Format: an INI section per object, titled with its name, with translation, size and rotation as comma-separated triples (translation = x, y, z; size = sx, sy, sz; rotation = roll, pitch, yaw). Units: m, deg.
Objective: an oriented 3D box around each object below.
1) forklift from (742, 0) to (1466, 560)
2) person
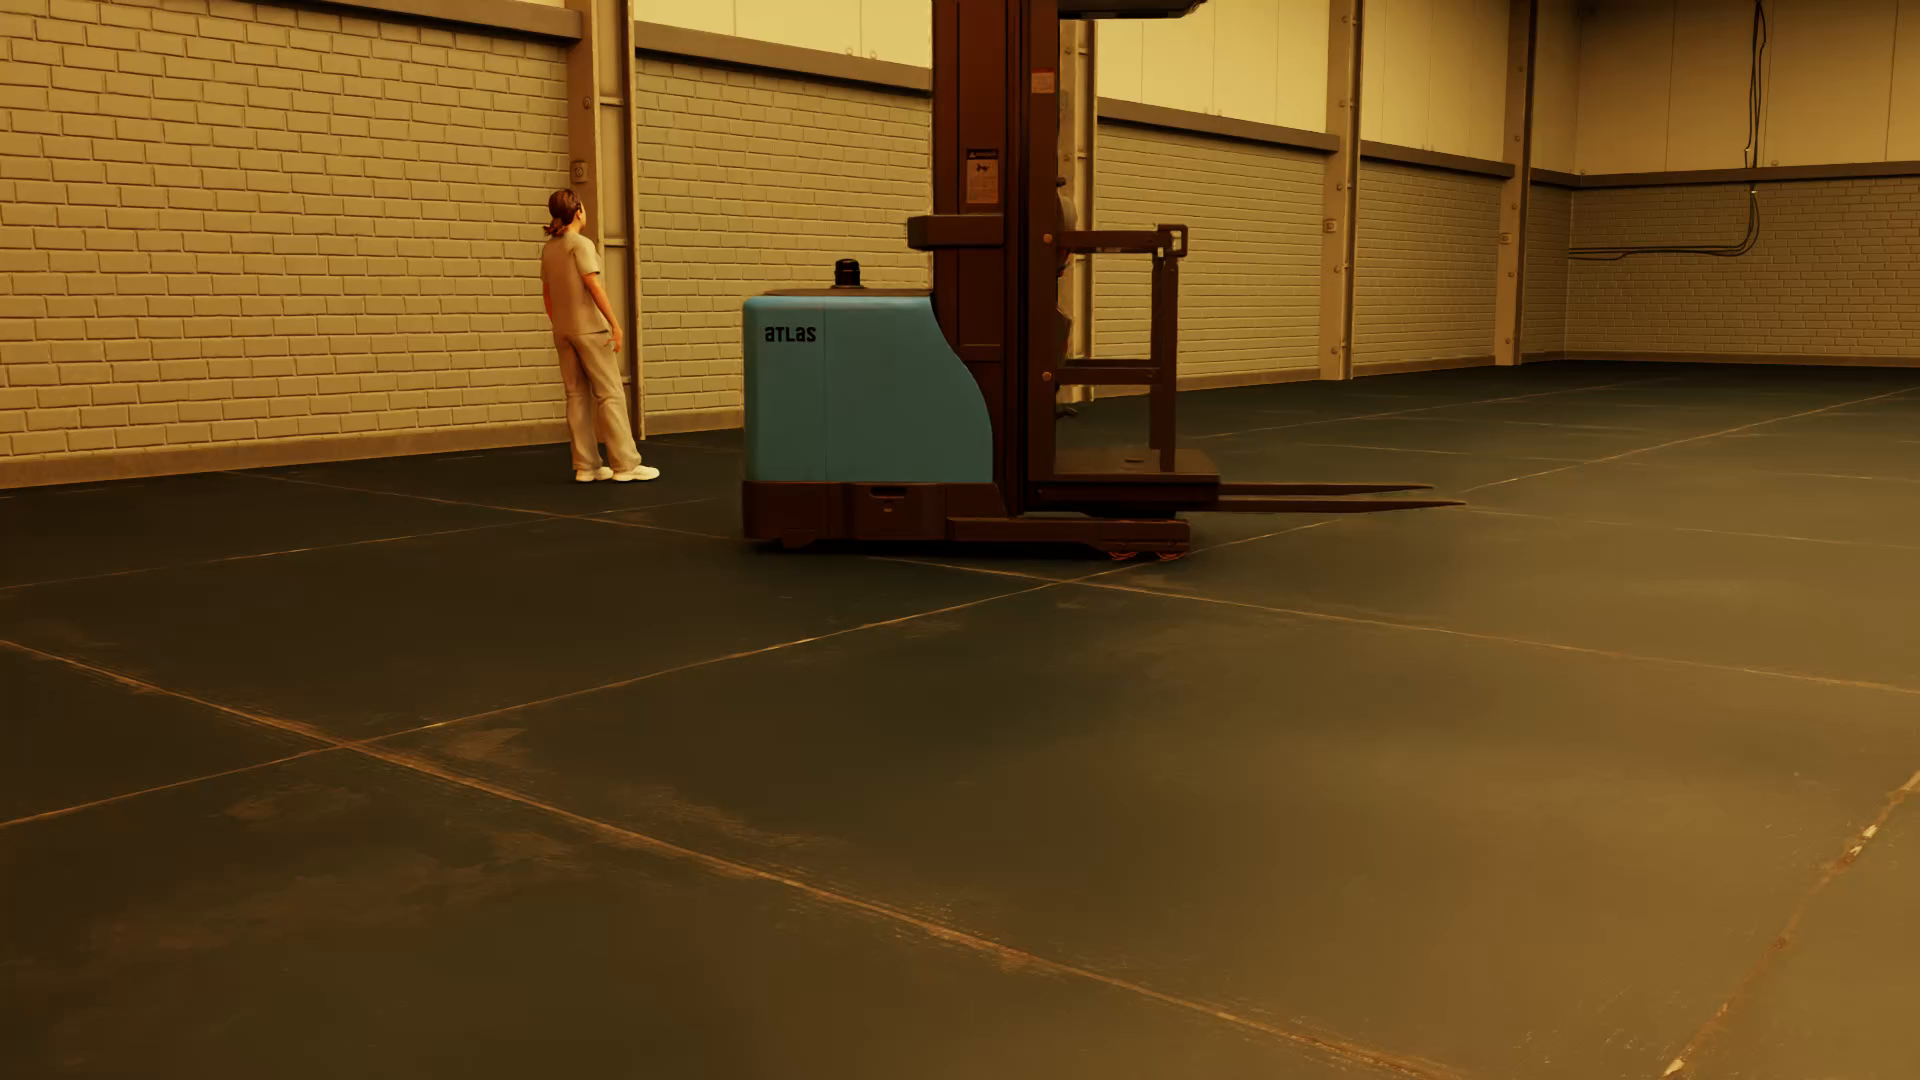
[forklift]
translation = 0.619, -1.447, 7.170
size = 3.031, 2.935, 1.130
rotation = 1, 8, 4
[person]
translation = -2.133, -1.180, 9.640
size = 0.543, 1.675, 0.550
rotation = 6, 10, 37
